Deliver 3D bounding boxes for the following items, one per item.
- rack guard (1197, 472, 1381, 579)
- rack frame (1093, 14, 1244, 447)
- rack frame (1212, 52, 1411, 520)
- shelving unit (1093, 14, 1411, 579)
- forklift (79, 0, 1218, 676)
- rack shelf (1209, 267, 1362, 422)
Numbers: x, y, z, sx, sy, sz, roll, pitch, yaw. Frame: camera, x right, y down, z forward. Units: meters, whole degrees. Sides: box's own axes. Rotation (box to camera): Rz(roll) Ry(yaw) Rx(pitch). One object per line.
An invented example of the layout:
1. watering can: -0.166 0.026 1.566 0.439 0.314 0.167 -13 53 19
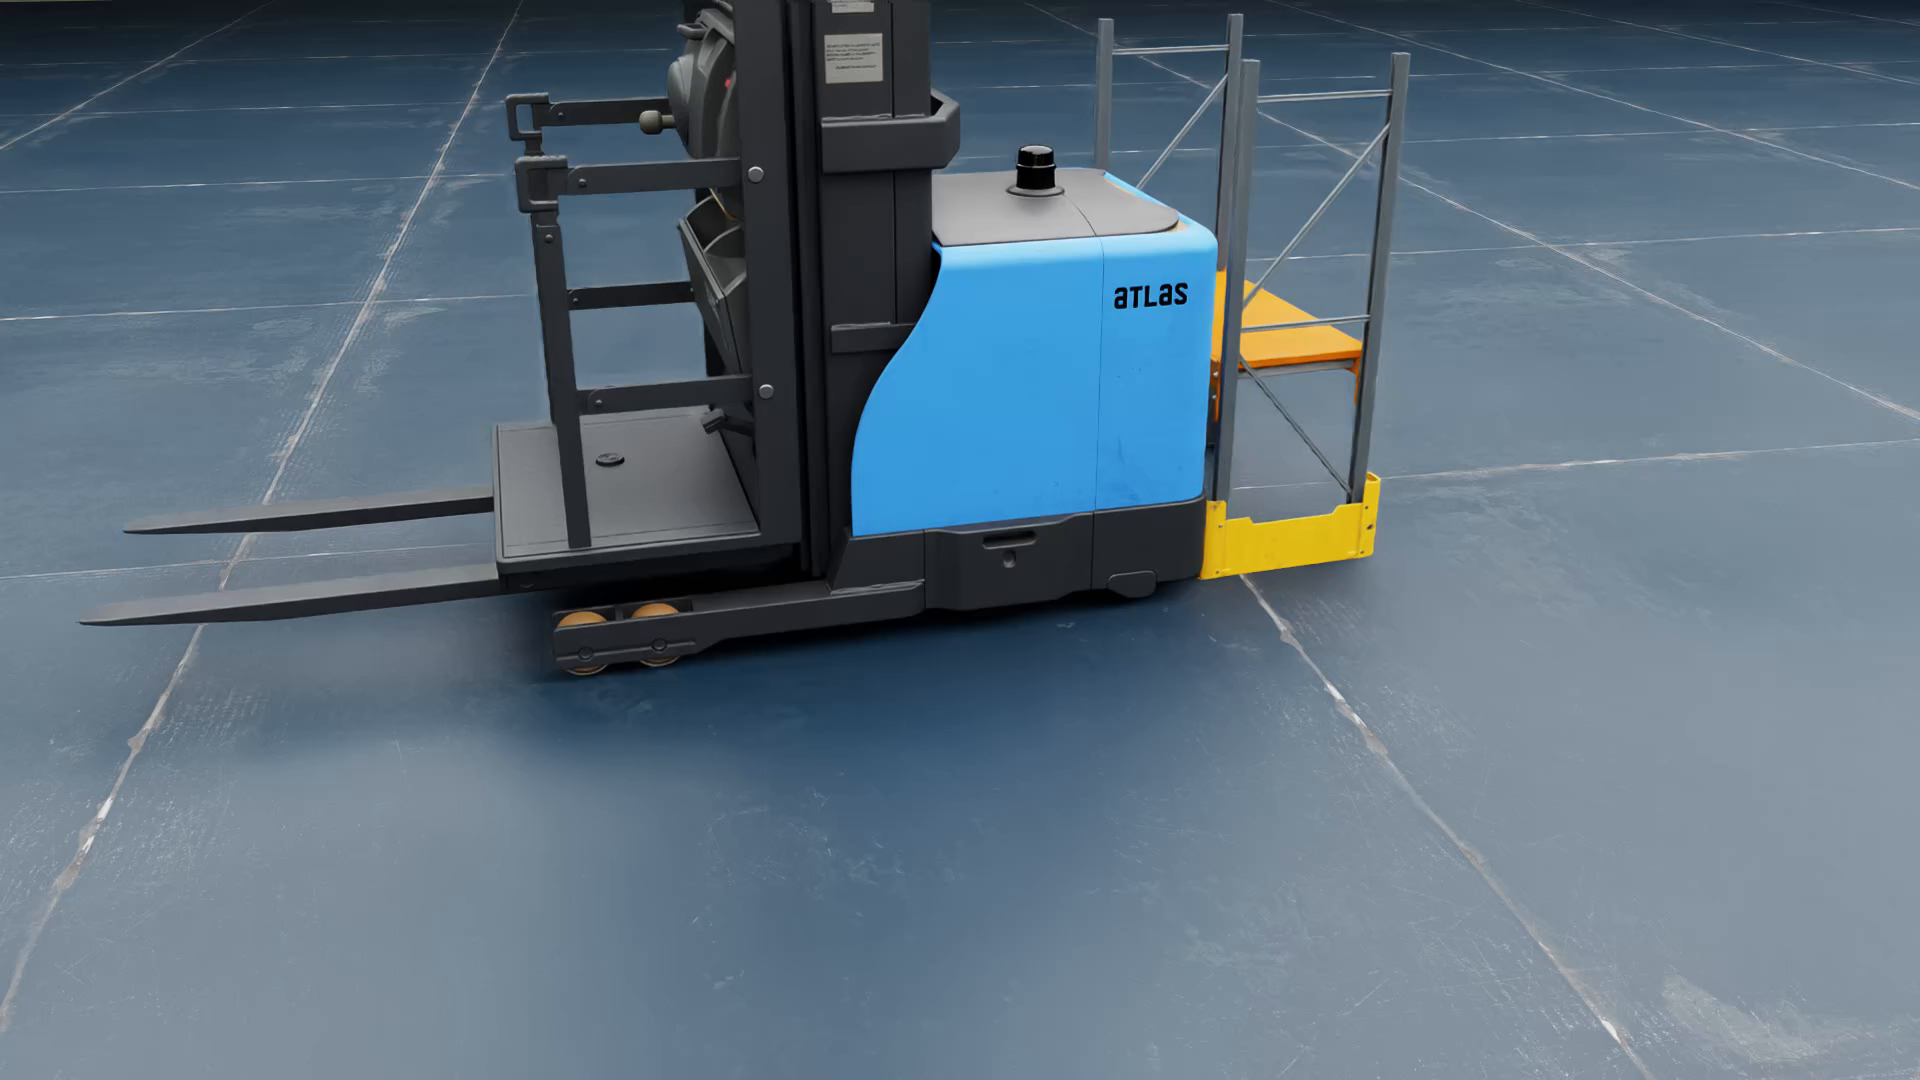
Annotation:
1. rack guard: 0.990 -0.046 5.043 0.587 0.250 0.087 -7 25 -16
2. rack frame: 0.685 -1.006 5.680 0.500 1.500 0.032 -7 25 -16
3. rack frame: 0.991 -0.618 4.792 0.500 1.500 0.032 -7 25 -16
4. shelving unit: 0.840 -0.809 5.228 0.587 1.500 1.083 -7 25 -16
5. forklift: -0.860 -1.217 4.375 3.031 2.935 1.130 -6 24 -14
6. rack shelf: 0.838 -0.647 5.308 0.538 0.185 1.000 -7 25 -16
